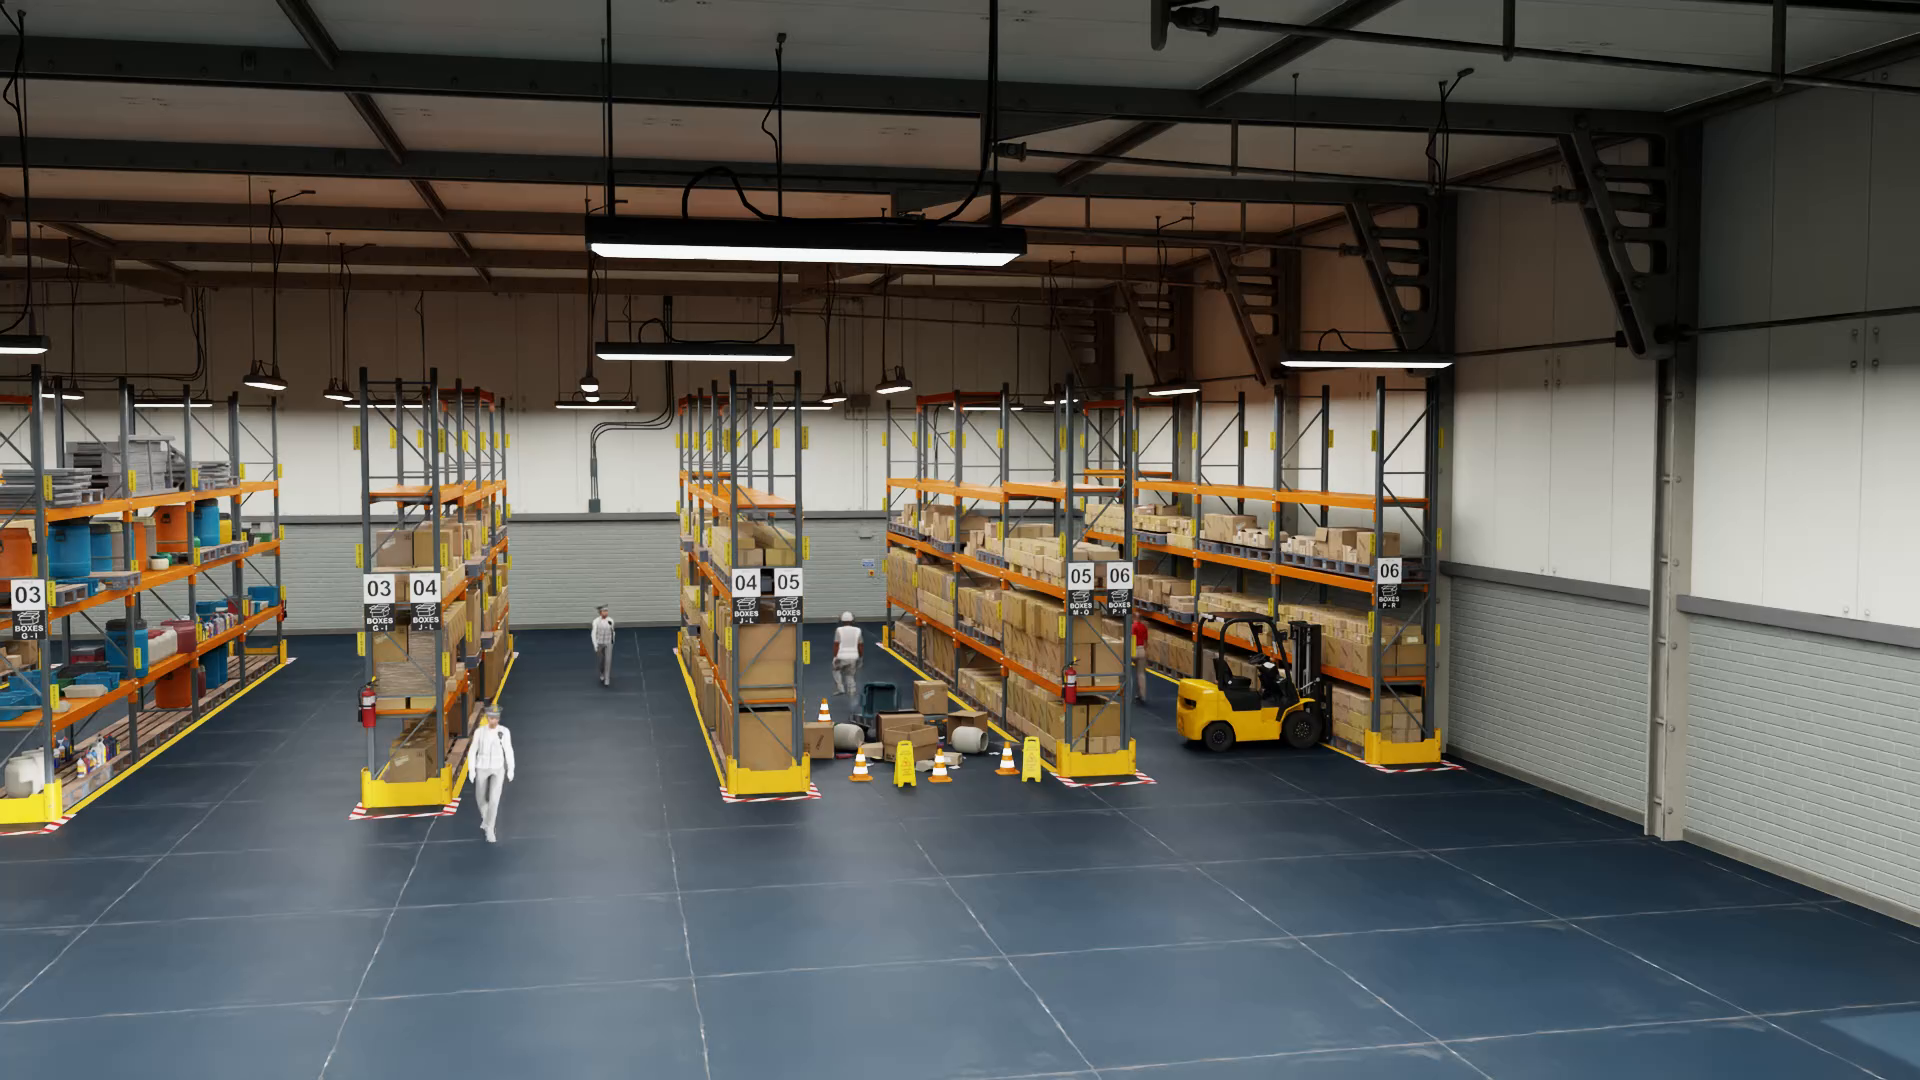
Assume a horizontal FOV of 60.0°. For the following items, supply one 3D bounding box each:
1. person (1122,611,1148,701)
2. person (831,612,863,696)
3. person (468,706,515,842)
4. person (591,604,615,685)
[{"bbox_3d":[3.384,2.222,32.074,0.551,1.695,0.725,-1,4,-23],"label":"person"},{"bbox_3d":[-2.112,2.134,31.029,0.606,1.601,0.666,-1,4,-20],"label":"person"},{"bbox_3d":[-5.939,2.940,21.085,0.563,1.667,0.705,-1,4,-15],"label":"person"},{"bbox_3d":[-7.346,2.126,34.197,0.462,1.617,1.034,-1,3,-9],"label":"person"}]
